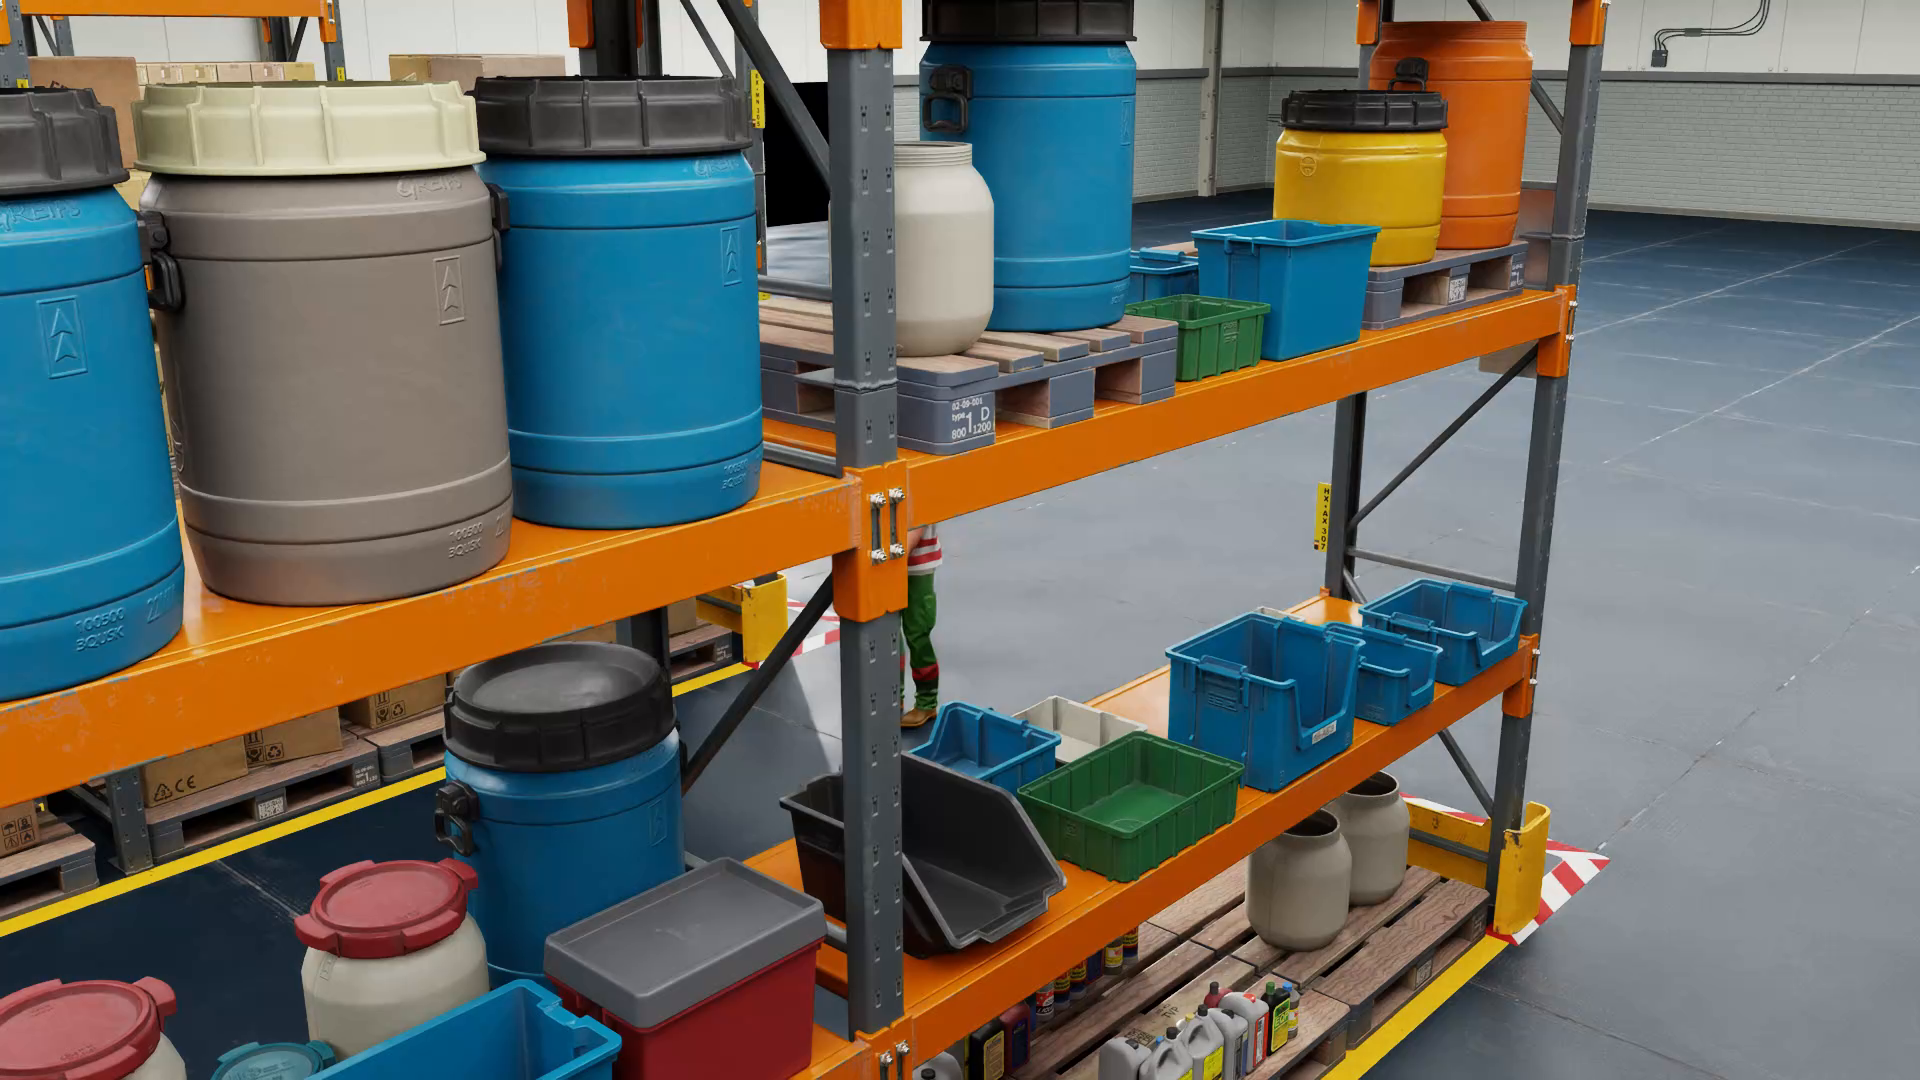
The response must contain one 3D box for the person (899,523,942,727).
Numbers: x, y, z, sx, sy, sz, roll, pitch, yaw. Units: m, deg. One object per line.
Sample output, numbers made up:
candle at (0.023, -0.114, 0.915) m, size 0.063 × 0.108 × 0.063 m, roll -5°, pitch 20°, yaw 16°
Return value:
person at (-0.370, 0.187, 9.384) m, size 0.473 × 1.784 × 0.554 m, roll 15°, pitch 22°, yaw 40°
